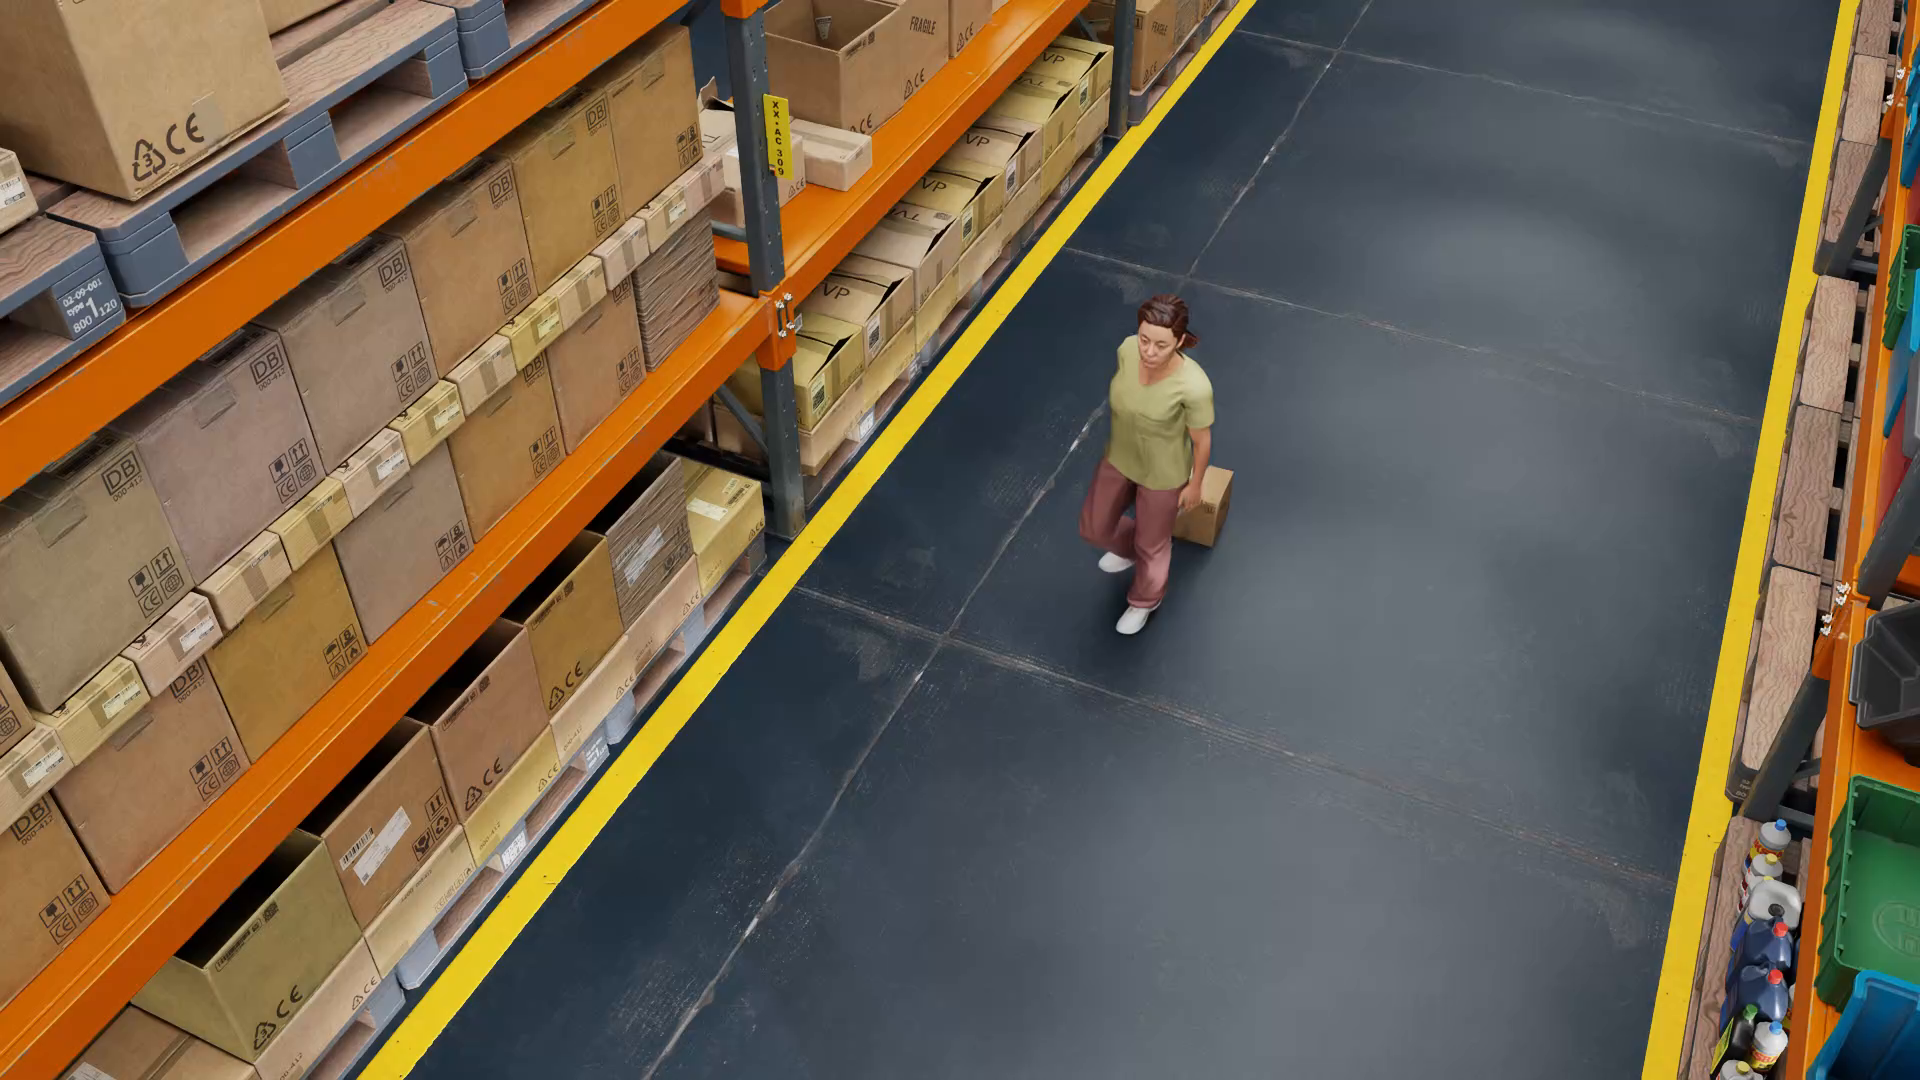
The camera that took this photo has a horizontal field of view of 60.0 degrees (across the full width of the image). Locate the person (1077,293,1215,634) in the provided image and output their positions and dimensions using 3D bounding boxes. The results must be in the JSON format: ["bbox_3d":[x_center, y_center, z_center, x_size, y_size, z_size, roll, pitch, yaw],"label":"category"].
[{"bbox_3d":[0.762,-0.312,6.497,0.513,1.661,0.479,30,50,29],"label":"person"}]
